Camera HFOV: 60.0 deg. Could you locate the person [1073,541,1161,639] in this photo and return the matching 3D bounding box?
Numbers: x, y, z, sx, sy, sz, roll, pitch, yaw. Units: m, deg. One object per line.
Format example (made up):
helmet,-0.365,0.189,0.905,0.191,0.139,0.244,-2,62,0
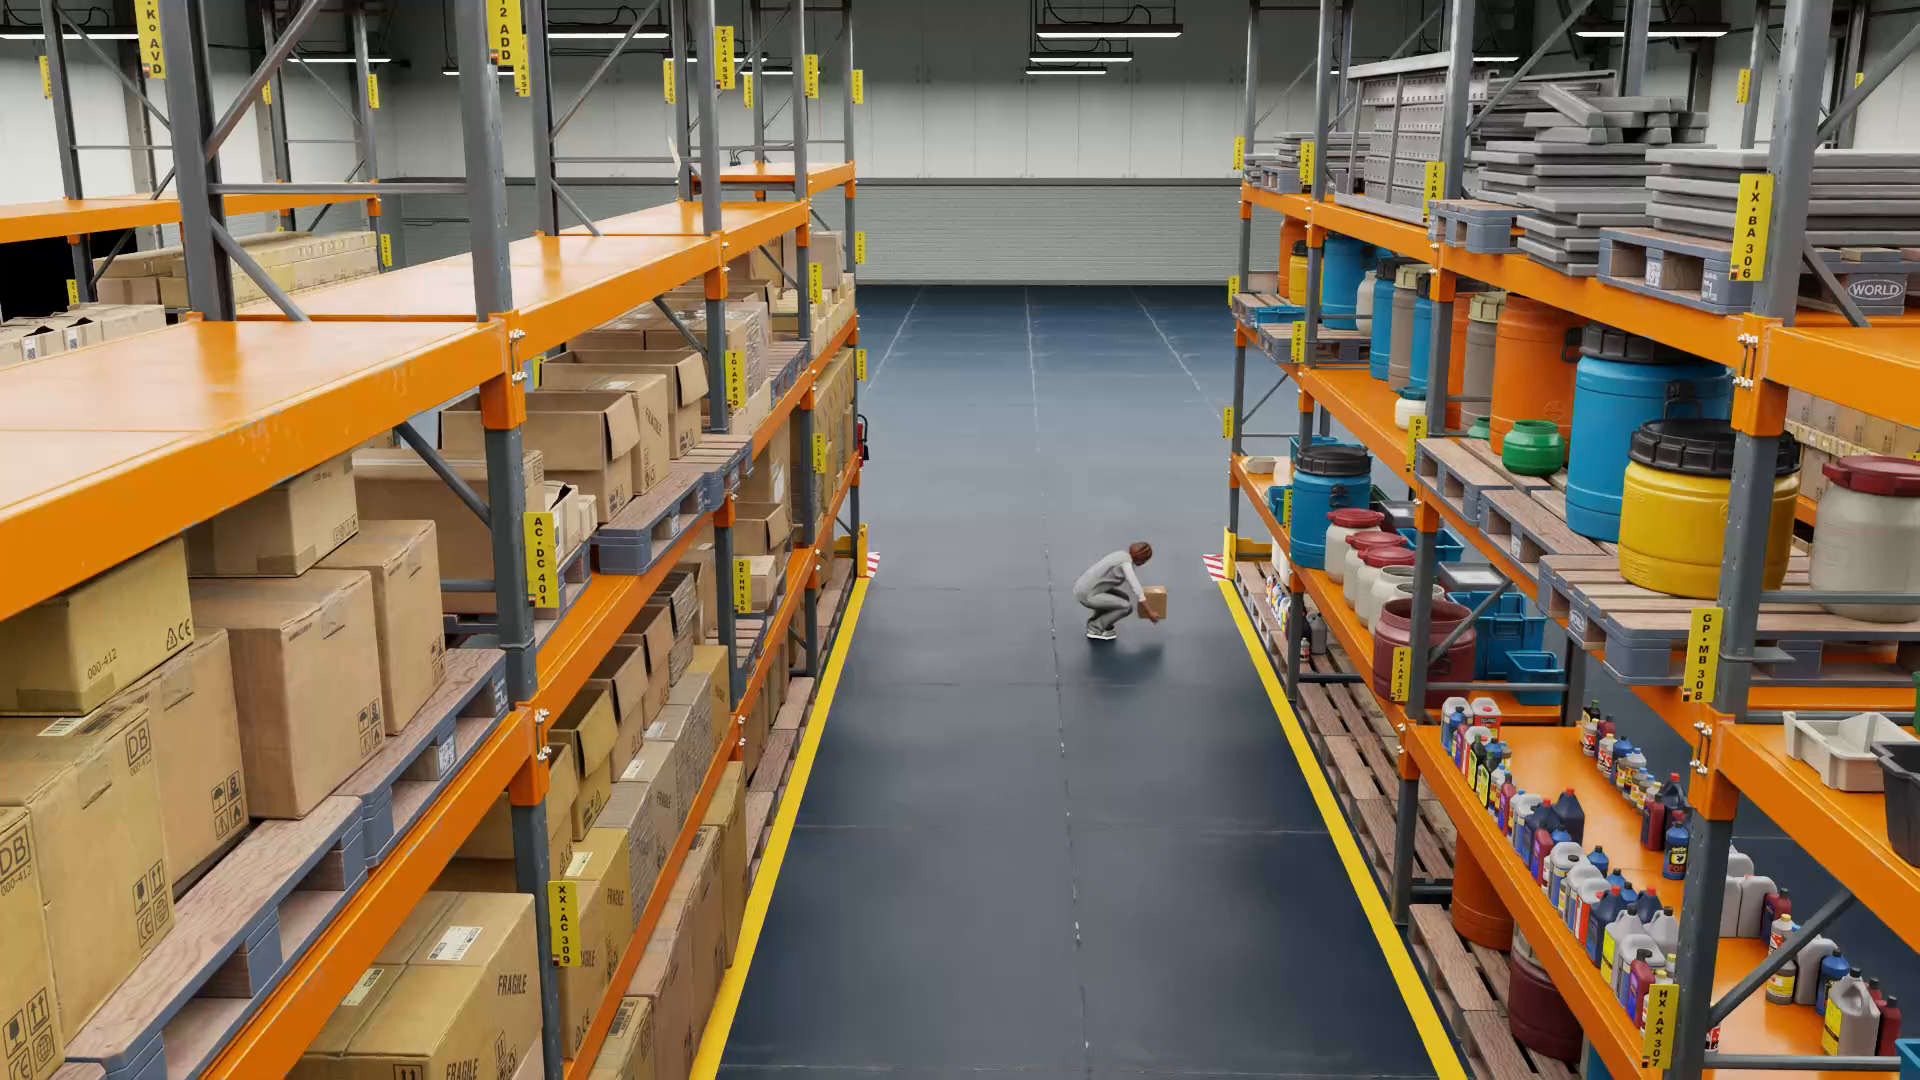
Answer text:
person,1.471,0.470,15.618,0.825,0.894,0.425,0,14,0
